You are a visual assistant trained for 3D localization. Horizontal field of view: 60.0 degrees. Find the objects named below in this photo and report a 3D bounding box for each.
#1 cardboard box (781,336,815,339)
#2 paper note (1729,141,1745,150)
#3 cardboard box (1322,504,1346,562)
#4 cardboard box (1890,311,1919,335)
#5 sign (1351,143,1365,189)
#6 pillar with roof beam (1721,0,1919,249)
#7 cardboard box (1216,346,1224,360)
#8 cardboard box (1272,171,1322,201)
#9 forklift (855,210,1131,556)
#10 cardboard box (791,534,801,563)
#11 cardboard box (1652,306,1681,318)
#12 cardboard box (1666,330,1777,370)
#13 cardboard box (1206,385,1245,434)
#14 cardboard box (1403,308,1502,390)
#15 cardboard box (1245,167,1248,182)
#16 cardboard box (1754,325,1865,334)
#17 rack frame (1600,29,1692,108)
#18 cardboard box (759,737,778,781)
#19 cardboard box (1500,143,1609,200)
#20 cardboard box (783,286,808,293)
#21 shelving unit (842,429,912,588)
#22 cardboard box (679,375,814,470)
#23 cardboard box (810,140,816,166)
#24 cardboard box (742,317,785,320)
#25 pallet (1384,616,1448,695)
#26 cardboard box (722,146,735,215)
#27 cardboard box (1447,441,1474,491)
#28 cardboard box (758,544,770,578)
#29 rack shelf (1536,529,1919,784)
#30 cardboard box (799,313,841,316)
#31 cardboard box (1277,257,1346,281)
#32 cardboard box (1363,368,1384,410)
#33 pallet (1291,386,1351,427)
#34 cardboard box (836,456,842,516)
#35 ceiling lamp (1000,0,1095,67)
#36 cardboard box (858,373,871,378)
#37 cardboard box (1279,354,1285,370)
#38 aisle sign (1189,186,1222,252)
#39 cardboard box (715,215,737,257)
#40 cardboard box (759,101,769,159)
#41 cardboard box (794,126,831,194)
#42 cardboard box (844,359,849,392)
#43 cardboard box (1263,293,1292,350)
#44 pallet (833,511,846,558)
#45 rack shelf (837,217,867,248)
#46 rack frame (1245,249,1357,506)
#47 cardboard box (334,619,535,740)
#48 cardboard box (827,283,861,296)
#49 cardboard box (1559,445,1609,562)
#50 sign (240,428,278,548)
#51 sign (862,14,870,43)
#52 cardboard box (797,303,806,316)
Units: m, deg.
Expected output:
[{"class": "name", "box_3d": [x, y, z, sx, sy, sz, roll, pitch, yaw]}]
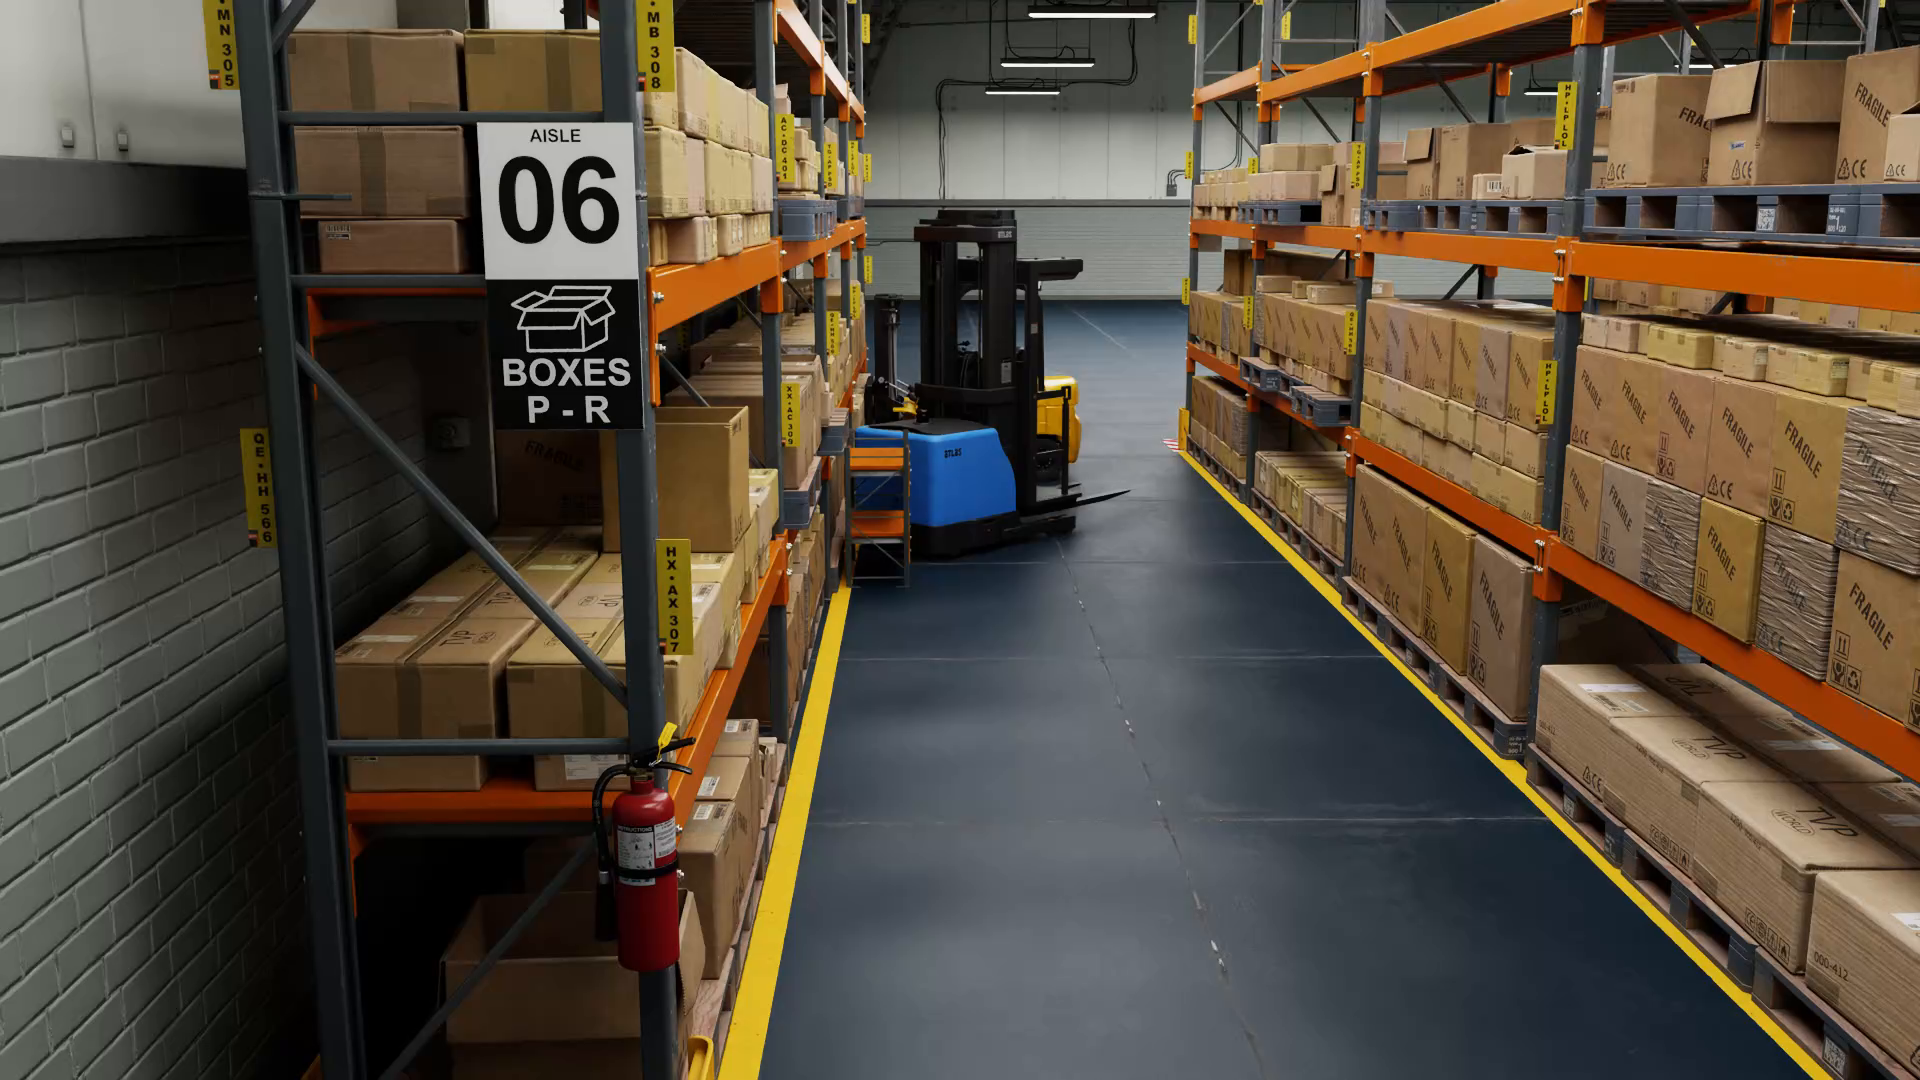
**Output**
[{"class": "cardboard box", "box_3d": [-1.242, -1.541, 13.229, 0.380, 0.149, 0.250, 0, 11, 0]}, {"class": "paper note", "box_3d": [3.010, -1.530, 6.444, 0.006, 0.032, 0.123, 0, 11, -1]}, {"class": "cardboard box", "box_3d": [3.468, -0.057, 13.350, 0.950, 0.372, 0.625, -1, 12, -5]}, {"class": "cardboard box", "box_3d": [8.393, -1.898, 14.105, 0.700, 0.500, 0.500, 0, 11, -2]}, {"class": "sign", "box_3d": [2.927, -2.748, 12.218, 0.100, 0.325, 0.005, 0, 11, -1]}, {"class": "pillar with roof beam", "box_3d": [24.025, -11.469, 48.959, 9.100, 9.000, 0.548, 0, 11, -1]}, {"class": "cardboard box", "box_3d": [3.035, -2.065, 18.328, 0.380, 0.149, 0.250, 0, 11, -1]}, {"class": "cardboard box", "box_3d": [3.043, -3.106, 14.600, 0.500, 0.250, 0.500, 0, 11, -2]}, {"class": "forklift", "box_3d": [0.420, -1.529, 15.225, 1.130, 2.935, 3.031, 10, 15, 41]}, {"class": "cardboard box", "box_3d": [-1.230, 0.056, 10.836, 0.380, 0.149, 0.250, -1, 11, -4]}, {"class": "cardboard box", "box_3d": [8.276, -2.331, 18.629, 0.875, 0.550, 0.500, 0, 11, -1]}, {"class": "cardboard box", "box_3d": [3.289, -0.821, 7.163, 0.380, 0.149, 0.250, -1, 11, -3]}, {"class": "cardboard box", "box_3d": [3.063, -1.473, 18.749, 0.500, 0.500, 0.500, 0, 11, 0]}, {"class": "cardboard box", "box_3d": [3.251, -1.265, 10.986, 0.500, 0.500, 0.500, 0, 11, 0]}, {"class": "cardboard box", "box_3d": [3.080, -3.673, 16.703, 0.380, 0.149, 0.250, -1, 11, -3]}, {"class": "cardboard box", "box_3d": [3.793, -0.876, 7.435, 0.380, 0.149, 0.250, 0, 11, -2]}, {"class": "rack frame", "box_3d": [8.252, -5.598, 20.018, 1.000, 3.000, 0.127, 0, 11, -1]}, {"class": "cardboard box", "box_3d": [-1.105, 1.090, 8.255, 0.380, 0.149, 0.250, -1, 11, -3]}, {"class": "cardboard box", "box_3d": [3.325, -2.038, 9.185, 0.500, 0.311, 0.500, 0, 11, -1]}, {"class": "cardboard box", "box_3d": [-1.852, -2.681, 18.098, 0.380, 0.149, 0.250, 0, 11, 0]}, {"class": "shelving unit", "box_3d": [-0.669, -0.276, 13.592, 0.538, 1.125, 1.048, 0, 11, -2]}, {"class": "cardboard box", "box_3d": [-1.207, -0.665, 9.487, 0.700, 0.500, 0.500, 0, 11, -1]}, {"class": "cardboard box", "box_3d": [-1.068, -2.325, 10.008, 0.380, 0.149, 0.250, 0, 11, -1]}, {"class": "cardboard box", "box_3d": [-1.825, -1.994, 15.460, 0.380, 0.149, 0.250, 0, 11, -1]}, {"class": "pallet", "box_3d": [3.433, 0.739, 10.887, 1.003, 0.211, 1.213, 0, 11, -1]}, {"class": "cardboard box", "box_3d": [-1.126, -1.353, 6.267, 0.500, 0.250, 0.500, 0, 11, -2]}, {"class": "cardboard box", "box_3d": [3.291, -0.448, 10.100, 0.500, 0.250, 0.500, -1, 11, -3]}, {"class": "cardboard box", "box_3d": [-1.094, 0.078, 7.762, 0.380, 0.149, 0.250, 0, 11, 0]}, {"class": "rack shelf", "box_3d": [3.594, 0.518, 6.769, 1.077, 0.370, 4.000, 0, 11, -1]}, {"class": "cardboard box", "box_3d": [-1.346, -2.101, 15.987, 0.380, 0.149, 0.250, 0, 11, 1]}, {"class": "cardboard box", "box_3d": [3.595, -2.595, 16.792, 0.700, 0.500, 0.500, 0, 11, -2]}, {"class": "cardboard box", "box_3d": [3.234, -1.097, 12.040, 0.500, 0.250, 0.500, 0, 11, -2]}, {"class": "pallet", "box_3d": [3.349, -1.074, 13.292, 1.213, 0.211, 1.003, 0, 11, -1]}, {"class": "cardboard box", "box_3d": [-1.545, -0.585, 15.314, 0.875, 0.625, 0.625, 0, 11, -2]}, {"class": "ceiling lamp", "box_3d": [1.852, -11.659, 35.212, 2.000, 3.185, 0.800, 0, 11, -1]}, {"class": "cardboard box", "box_3d": [-1.337, -1.854, 19.998, 0.500, 0.250, 0.500, 0, 11, 1]}, {"class": "cardboard box", "box_3d": [3.125, -1.637, 15.157, 0.380, 0.149, 0.250, 0, 11, 0]}, {"class": "aisle sign", "box_3d": [2.994, -3.902, 20.211, 0.394, 0.787, 0.004, 0, 11, -1]}, {"class": "cardboard box", "box_3d": [-1.036, -1.132, 6.182, 0.380, 0.149, 0.250, 0, 11, -1]}, {"class": "cardboard box", "box_3d": [-1.159, -1.899, 7.701, 0.500, 0.250, 0.500, 0, 11, -1]}, {"class": "cardboard box", "box_3d": [-1.264, -2.925, 12.827, 0.500, 0.500, 0.500, 0, 11, -1]}, {"class": "cardboard box", "box_3d": [-1.287, -1.528, 15.425, 0.500, 0.250, 0.500, 0, 11, -1]}, {"class": "cardboard box", "box_3d": [3.121, -2.029, 15.459, 0.500, 0.500, 0.500, 0, 11, -1]}, {"class": "pallet", "box_3d": [-1.493, -0.045, 14.749, 1.003, 0.211, 1.213, 0, 11, -1]}, {"class": "rack shelf", "box_3d": [-1.617, -3.316, 18.125, 1.077, 0.370, 4.000, 0, 11, -1]}, {"class": "rack frame", "box_3d": [3.387, -1.822, 16.496, 1.000, 3.000, 0.127, 0, 11, -1]}, {"class": "cardboard box", "box_3d": [-1.602, 0.422, 5.064, 0.500, 0.250, 0.500, 0, 11, 1]}, {"class": "cardboard box", "box_3d": [-1.324, -2.836, 18.865, 0.380, 0.149, 0.250, 0, 11, 0]}, {"class": "cardboard box", "box_3d": [3.301, -0.186, 8.182, 0.500, 0.500, 0.500, 0, 11, 1]}, {"class": "sign", "box_3d": [-1.882, -0.140, 4.495, 0.100, 0.325, 0.005, 0, 11, -1]}, {"class": "sign", "box_3d": [-1.115, -6.032, 19.611, 0.100, 0.325, 0.005, 0, 11, -1]}, {"class": "cardboard box", "box_3d": [-1.832, -2.434, 17.630, 0.380, 0.149, 0.250, 0, 11, 1]}]
